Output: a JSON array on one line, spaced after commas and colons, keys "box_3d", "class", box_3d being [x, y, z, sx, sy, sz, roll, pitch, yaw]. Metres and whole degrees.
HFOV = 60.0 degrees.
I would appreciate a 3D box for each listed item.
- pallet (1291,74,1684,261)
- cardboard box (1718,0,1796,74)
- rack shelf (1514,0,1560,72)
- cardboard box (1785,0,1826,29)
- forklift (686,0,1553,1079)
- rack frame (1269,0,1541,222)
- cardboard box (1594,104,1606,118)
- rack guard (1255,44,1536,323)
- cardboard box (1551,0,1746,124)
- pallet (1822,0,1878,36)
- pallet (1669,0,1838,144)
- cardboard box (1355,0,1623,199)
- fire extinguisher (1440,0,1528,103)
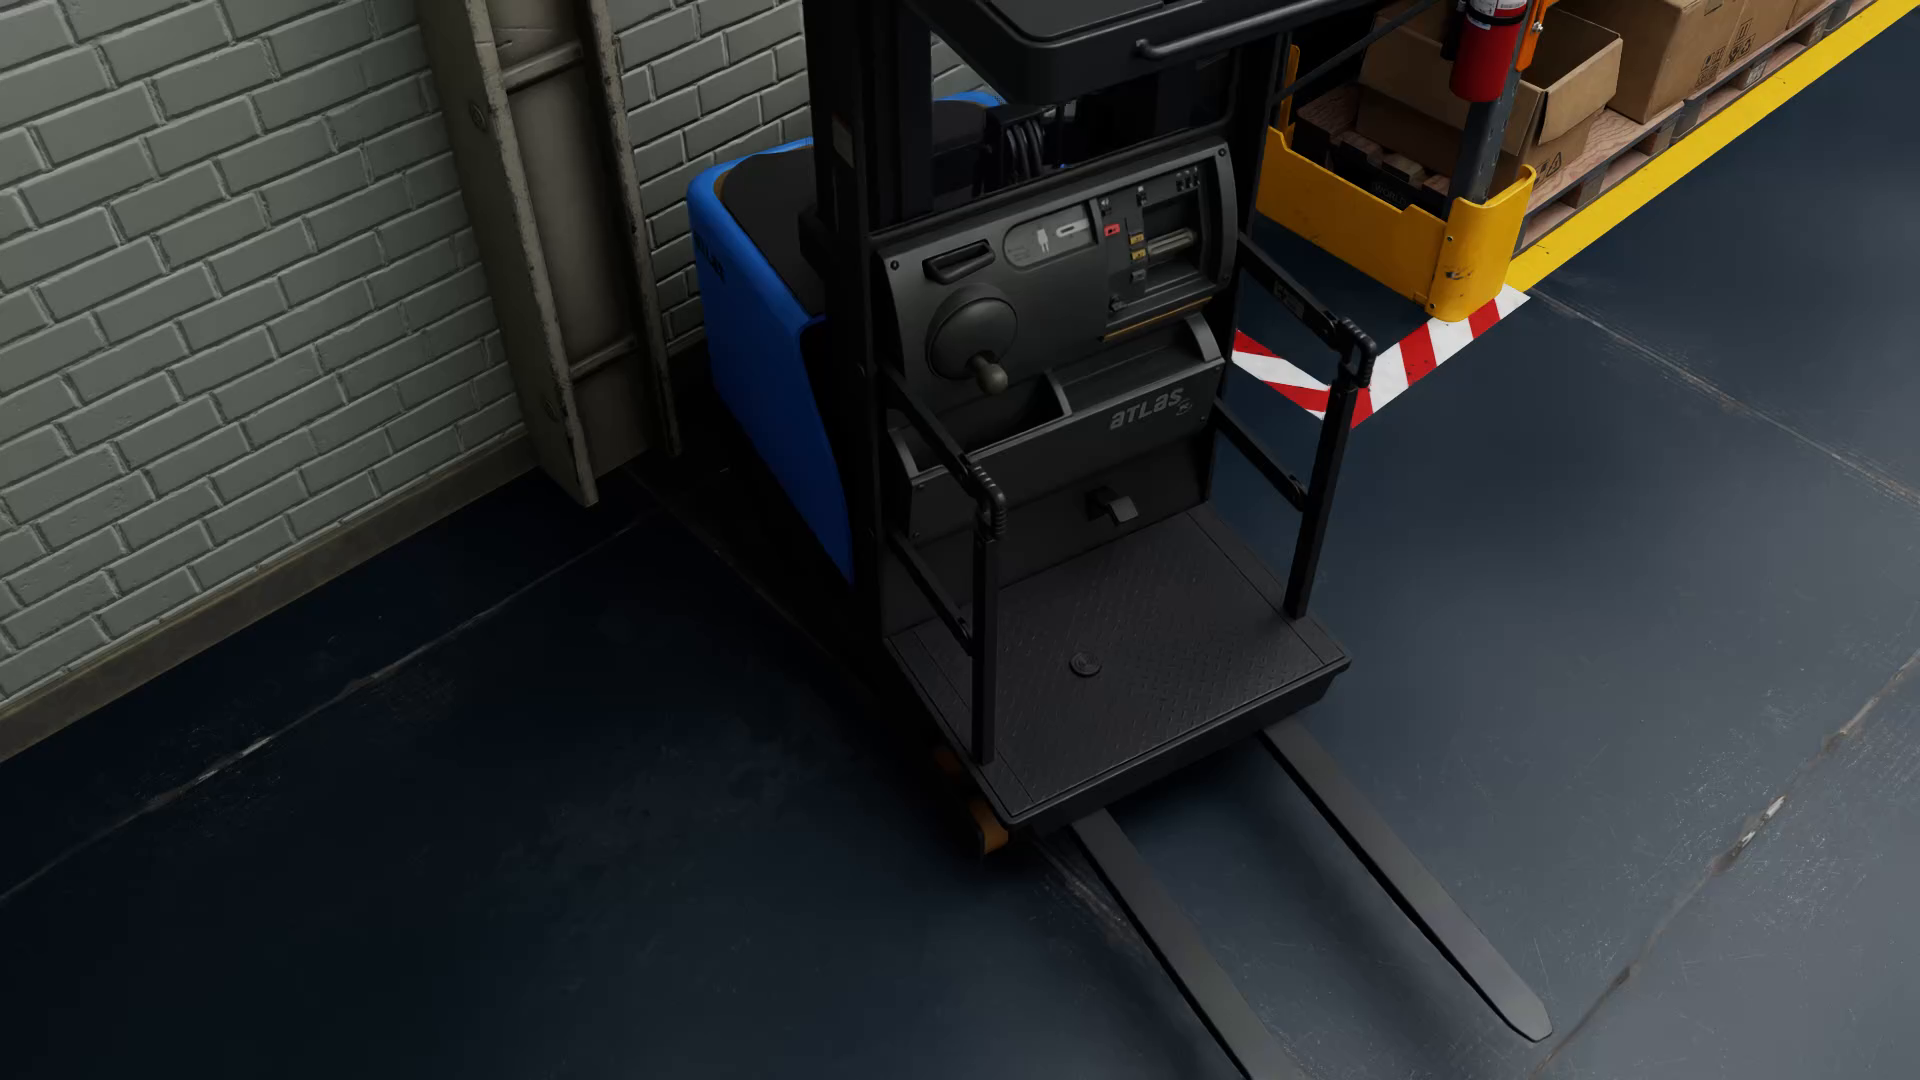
[{"box_3d": [2.085, -1.629, 6.610, 1.213, 0.211, 1.003, -34, 56, -27], "class": "pallet"}, {"box_3d": [3.073, -2.297, 6.744, 0.500, 0.500, 0.500, -33, 55, -27], "class": "cardboard box"}, {"box_3d": [2.919, -2.888, 6.363, 4.000, 0.370, 1.077, -34, 56, -27], "class": "rack shelf"}, {"box_3d": [3.383, -2.603, 7.026, 0.500, 0.500, 0.700, -36, 57, -28], "class": "cardboard box"}, {"box_3d": [0.358, -0.544, 3.757, 1.130, 2.935, 3.031, -22, 51, -19], "class": "forklift"}, {"box_3d": [1.440, -2.143, 5.186, 0.127, 3.000, 1.000, -34, 56, -27], "class": "rack frame"}, {"box_3d": [2.297, -1.758, 6.485, 0.250, 0.149, 0.380, -36, 57, -28], "class": "cardboard box"}, {"box_3d": [1.496, -1.333, 6.140, 0.348, 0.500, 1.175, -34, 56, -27], "class": "rack guard"}, {"box_3d": [2.615, -2.090, 6.553, 0.500, 0.500, 0.700, -32, 55, -26], "class": "cardboard box"}, {"box_3d": [3.890, -2.836, 7.723, 1.213, 0.211, 1.003, -34, 56, -27], "class": "pallet"}, {"box_3d": [2.987, -2.230, 7.164, 1.213, 0.211, 1.003, -34, 56, -27], "class": "pallet"}, {"box_3d": [1.956, -1.690, 6.181, 0.637, 0.503, 0.797, -36, 57, -28], "class": "cardboard box"}, {"box_3d": [1.642, -1.666, 5.053, 0.183, 0.674, 0.296, -34, 56, -27], "class": "fire extinguisher"}]
